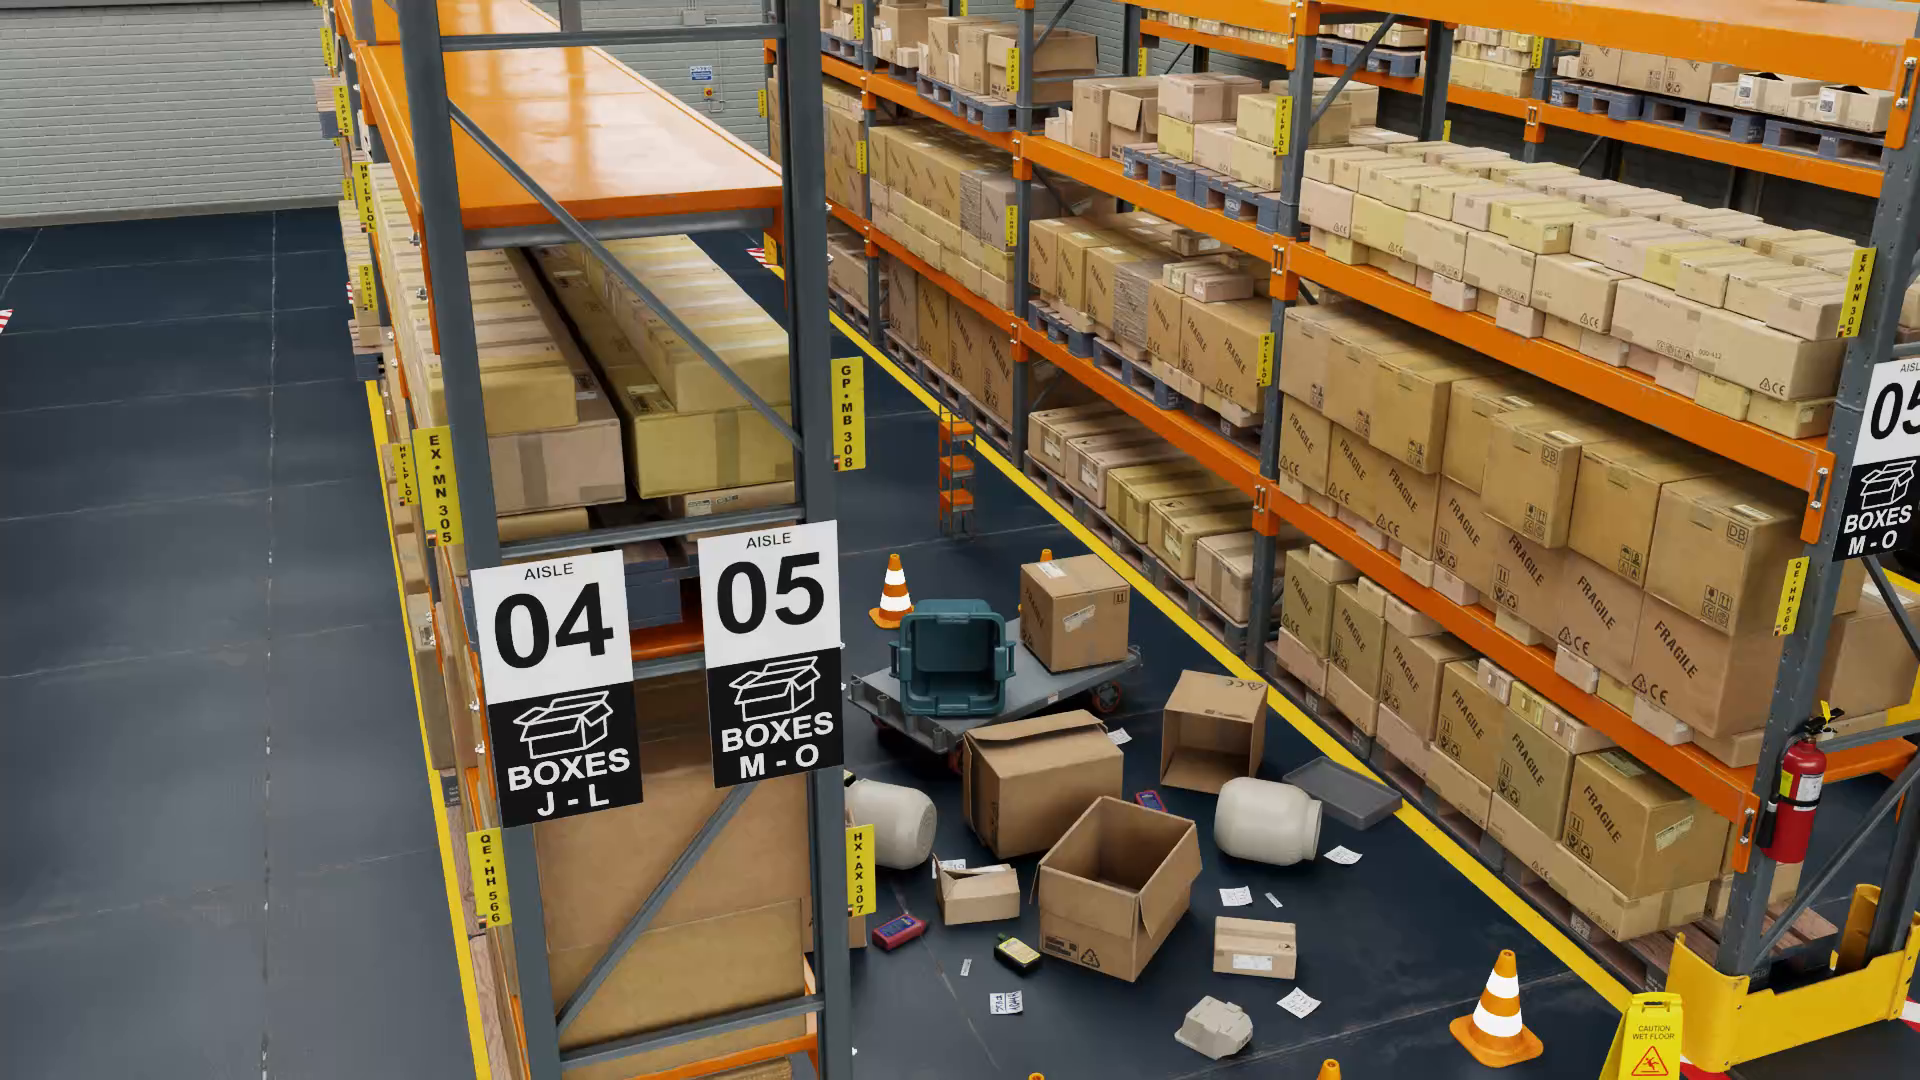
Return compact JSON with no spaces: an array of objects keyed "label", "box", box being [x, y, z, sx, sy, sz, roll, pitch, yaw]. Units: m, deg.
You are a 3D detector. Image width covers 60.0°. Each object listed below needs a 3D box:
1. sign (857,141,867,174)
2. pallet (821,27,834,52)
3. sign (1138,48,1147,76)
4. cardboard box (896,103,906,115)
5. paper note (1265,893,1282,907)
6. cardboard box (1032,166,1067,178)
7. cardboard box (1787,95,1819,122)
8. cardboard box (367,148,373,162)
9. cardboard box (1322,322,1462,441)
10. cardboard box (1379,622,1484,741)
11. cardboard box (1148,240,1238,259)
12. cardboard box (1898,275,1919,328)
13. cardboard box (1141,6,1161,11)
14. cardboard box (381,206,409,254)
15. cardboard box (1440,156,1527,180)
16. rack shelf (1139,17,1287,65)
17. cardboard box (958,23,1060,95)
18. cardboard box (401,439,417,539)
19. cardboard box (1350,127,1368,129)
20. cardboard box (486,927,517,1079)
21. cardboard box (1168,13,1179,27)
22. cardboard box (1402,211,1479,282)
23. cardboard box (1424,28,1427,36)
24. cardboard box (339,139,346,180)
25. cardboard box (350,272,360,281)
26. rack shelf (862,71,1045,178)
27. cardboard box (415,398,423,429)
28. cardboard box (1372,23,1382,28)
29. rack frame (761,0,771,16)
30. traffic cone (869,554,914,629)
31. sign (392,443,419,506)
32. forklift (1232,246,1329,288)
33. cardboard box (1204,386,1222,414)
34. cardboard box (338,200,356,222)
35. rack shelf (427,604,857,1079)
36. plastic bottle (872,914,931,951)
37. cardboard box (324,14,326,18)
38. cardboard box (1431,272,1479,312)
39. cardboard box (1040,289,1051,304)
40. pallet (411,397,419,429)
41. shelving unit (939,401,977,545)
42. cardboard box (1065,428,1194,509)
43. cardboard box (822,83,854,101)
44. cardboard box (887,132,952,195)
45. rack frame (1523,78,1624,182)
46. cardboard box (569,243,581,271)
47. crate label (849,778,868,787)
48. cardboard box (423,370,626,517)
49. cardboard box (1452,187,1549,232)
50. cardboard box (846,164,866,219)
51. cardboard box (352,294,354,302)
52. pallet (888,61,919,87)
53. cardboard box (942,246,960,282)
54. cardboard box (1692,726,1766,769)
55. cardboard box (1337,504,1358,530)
[{"label":"sign","box":[-0.999,-3.887,16.895,0.100,0.325,0.005,-8,24,-19]},{"label":"pallet","box":[-1.187,-5.611,18.454,1.003,0.211,1.213,-8,24,-19]},{"label":"sign","box":[1.441,-3.770,13.304,0.100,0.325,0.005,-8,24,-19]},{"label":"cardboard box","box":[-0.455,-4.576,17.493,0.380,0.149,0.250,-8,24,-18]},{"label":"paper note","box":[1.587,1.822,8.415,0.032,0.001,0.123,-8,24,-19]},{"label":"cardboard box","box":[0.803,-2.974,14.528,0.500,0.500,0.500,-8,24,-19]},{"label":"cardboard box","box":[6.315,-3.168,12.197,0.380,0.149,0.250,-8,24,-19]},{"label":"cardboard box","box":[-3.074,-2.094,9.438,0.500,0.311,0.500,-9,25,-21]},{"label":"cardboard box","box":[2.458,-0.888,9.195,0.700,0.500,0.500,-8,24,-19]},{"label":"cardboard box","box":[2.683,0.739,9.169,0.500,0.500,0.500,-7,24,-16]},{"label":"cardboard box","box":[1.726,-1.955,12.475,0.500,0.500,0.500,-10,25,-23]},{"label":"cardboard box","box":[3.824,-0.960,6.599,0.380,0.149,0.250,-9,24,-19]},{"label":"cardboard box","box":[2.650,-6.916,21.245,0.500,0.250,0.500,-9,24,-20]},{"label":"cardboard box","box":[-2.077,-1.230,6.573,0.380,0.149,0.250,-8,24,-18]},{"label":"cardboard box","box":[2.834,-1.980,9.020,0.380,0.149,0.250,-8,24,-18]},{"label":"rack shelf","box":[3.455,-5.989,20.161,1.077,0.370,4.000,-8,24,-19]},{"label":"cardboard box","box":[0.405,-4.031,13.920,0.700,0.500,0.500,-10,25,-22]},{"label":"cardboard box","box":[-2.862,-0.289,9.444,0.500,0.500,0.500,-9,24,-20]},{"label":"cardboard box","box":[2.334,-2.580,10.800,0.500,0.250,0.500,-9,24,-20]},{"label":"cardboard box","box":[-1.451,1.776,6.869,0.875,0.875,0.875,-9,24,-20]},{"label":"cardboard box","box":[2.827,-6.491,20.751,0.380,0.149,0.250,-8,24,-18]},{"label":"cardboard box","box":[2.601,-1.505,8.406,0.500,0.250,0.500,-8,24,-19]},{"label":"cardboard box","box":[4.718,-4.947,16.061,0.380,0.149,0.250,-8,24,-19]},{"label":"cardboard box","box":[-6.589,-4.248,18.456,0.500,0.500,0.500,-7,24,-16]},{"label":"cardboard box","box":[-4.351,-1.918,12.456,0.380,0.149,0.250,-9,24,-20]},{"label":"rack shelf","box":[0.226,-3.853,15.093,1.077,0.370,4.000,-8,24,-19]},{"label":"cardboard box","box":[-1.631,-0.403,5.636,0.380,0.149,0.250,-9,24,-20]},{"label":"cardboard box","box":[4.377,-5.227,16.698,0.380,0.149,0.250,-8,24,-19]},{"label":"rack frame","box":[-1.893,-7.747,19.543,1.000,3.000,0.127,-8,24,-19]},{"label":"traffic cone","box":[-0.440,0.320,11.394,0.336,0.463,0.334,-8,24,-19]},{"label":"sign","box":[-2.754,-0.325,8.271,0.100,0.325,0.005,-8,24,-19]},{"label":"forklift","box":[2.907,-2.001,13.723,1.130,2.935,3.031,-9,24,-20]},{"label":"cardboard box","box":[1.829,-0.947,10.918,0.380,0.149,0.250,-9,25,-21]},{"label":"cardboard box","box":[-5.367,-2.959,14.924,0.380,0.149,0.250,-7,24,-16]},{"label":"rack shelf","box":[-1.543,1.152,7.081,1.077,0.370,4.000,-8,24,-19]},{"label":"plastic bottle","box":[-0.282,1.907,8.147,0.283,0.061,0.133,-18,29,-37]},{"label":"cardboard box","box":[-6.224,-5.240,17.007,0.500,0.250,0.500,-8,24,-18]},{"label":"cardboard box","box":[2.600,-1.261,8.341,0.380,0.149,0.250,-9,24,-20]},{"label":"cardboard box","box":[0.874,-2.010,13.438,0.380,0.149,0.250,-10,25,-22]},{"label":"pallet","box":[-1.543,-0.506,6.341,1.003,0.211,1.213,-8,24,-19]},{"label":"shelving unit","box":[-0.019,-0.503,12.592,0.215,1.050,0.252,-8,24,-19]},{"label":"cardboard box","box":[1.391,-0.584,13.117,0.950,0.372,0.625,-9,24,-20]},{"label":"cardboard box","box":[-1.380,-4.963,18.412,0.380,0.149,0.250,-8,24,-19]},{"label":"cardboard box","box":[-0.388,-3.655,16.144,0.500,0.500,0.500,-8,24,-19]},{"label":"rack frame","box":[5.575,-2.758,15.431,1.000,3.000,0.127,-8,24,-19]},{"label":"cardboard box","box":[-1.285,-1.139,6.355,0.380,0.149,0.250,-8,24,-18]},{"label":"crate label","box":[-0.514,1.436,9.166,0.250,0.136,0.298,12,26,27]},{"label":"cardboard box","box":[-1.271,-0.282,4.835,0.500,0.250,0.500,-8,24,-18]},{"label":"cardboard box","box":[2.663,-1.631,8.192,0.380,0.149,0.250,-9,24,-20]},{"label":"cardboard box","box":[-0.883,-3.708,17.557,0.500,0.500,0.500,-8,24,-19]},{"label":"cardboard box","box":[-4.625,-1.926,13.240,0.380,0.149,0.250,-9,25,-21]},{"label":"pallet","box":[-0.110,-4.496,15.940,0.805,0.209,1.217,-9,25,-21]},{"label":"cardboard box","box":[0.153,-2.523,15.067,0.500,0.250,0.500,-9,24,-20]},{"label":"cardboard box","box":[3.427,0.841,7.217,0.380,0.149,0.250,-8,24,-17]},{"label":"cardboard box","box":[2.417,-0.171,9.616,0.380,0.149,0.250,-8,24,-19]}]
